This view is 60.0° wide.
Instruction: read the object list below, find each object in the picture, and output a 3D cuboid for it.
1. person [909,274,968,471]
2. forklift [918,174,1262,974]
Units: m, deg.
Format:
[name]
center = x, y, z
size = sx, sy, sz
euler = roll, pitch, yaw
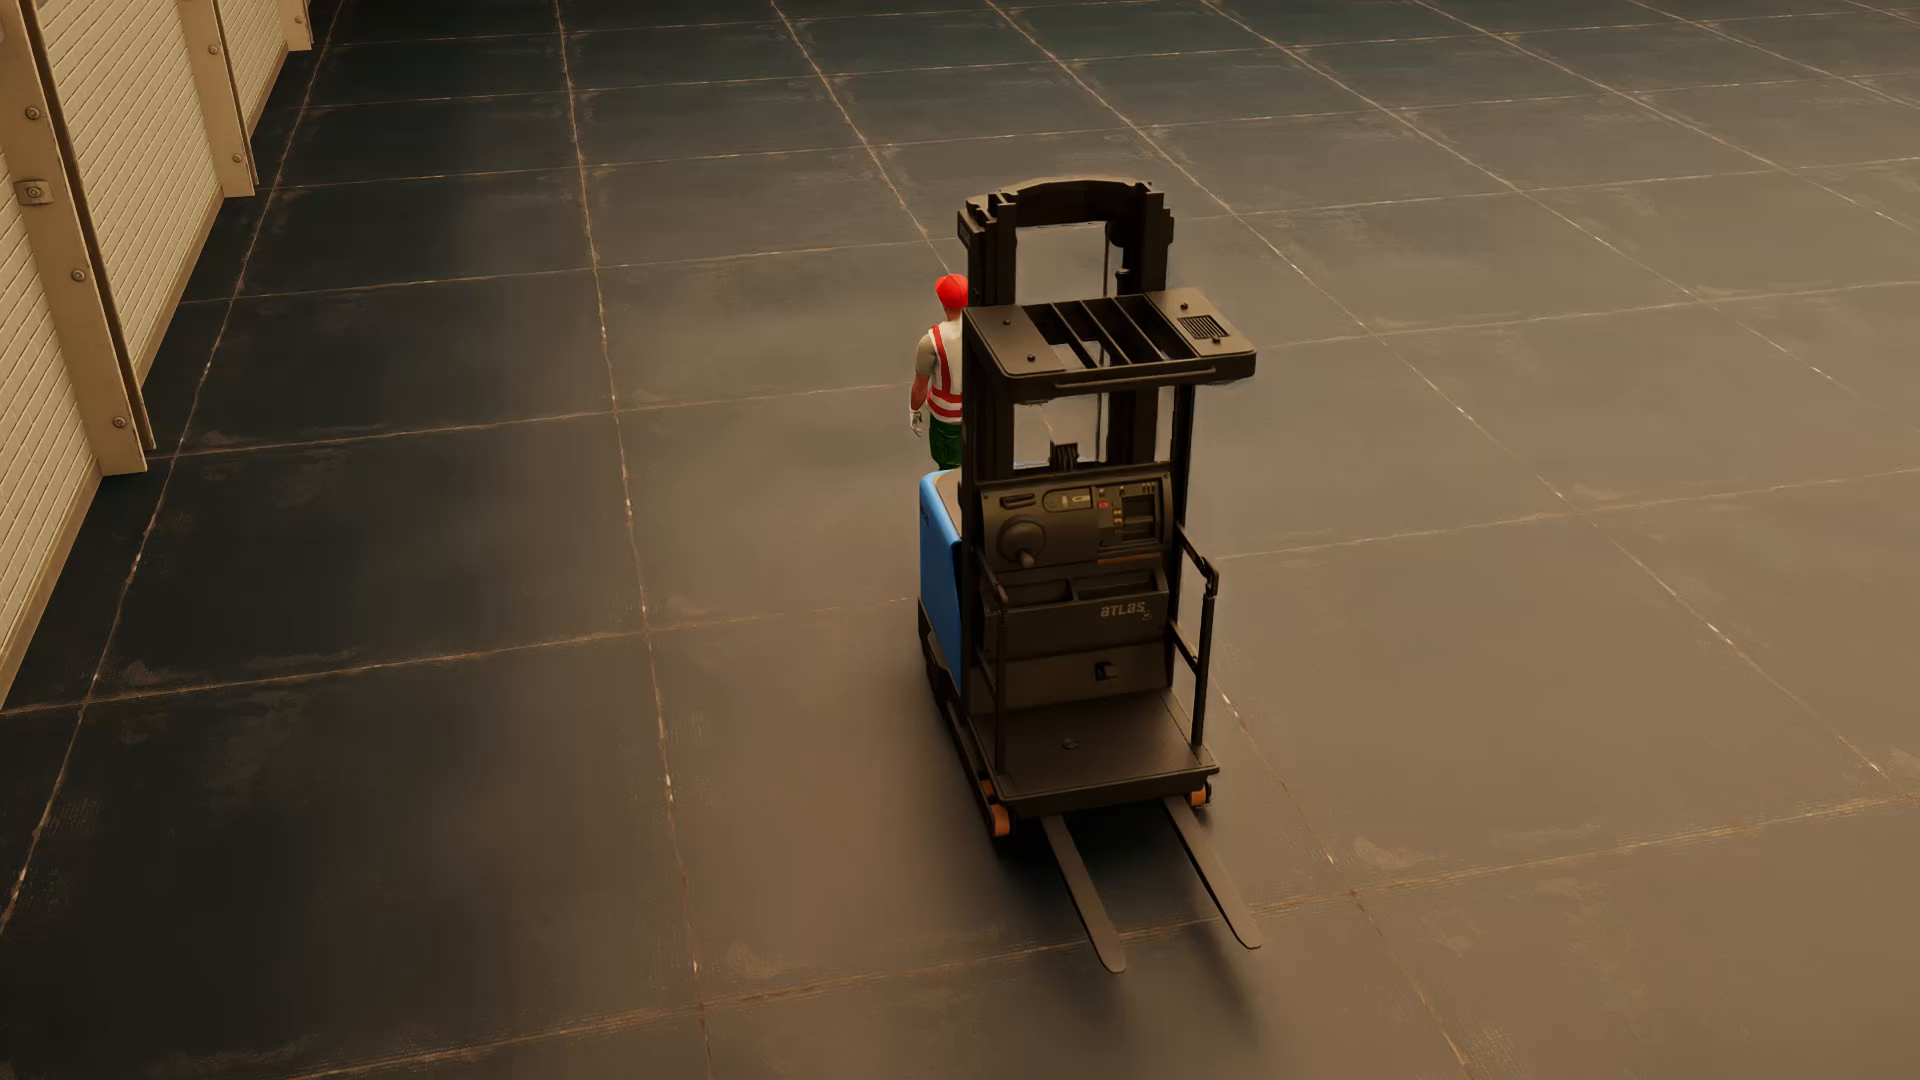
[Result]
[person]
center = -0.007, -0.821, 10.119
size = 0.637, 1.790, 0.562
euler = -7, 31, -12
[forklift]
center = 0.606, -0.045, 7.653
size = 1.130, 2.935, 3.031
euler = -7, 31, -12
